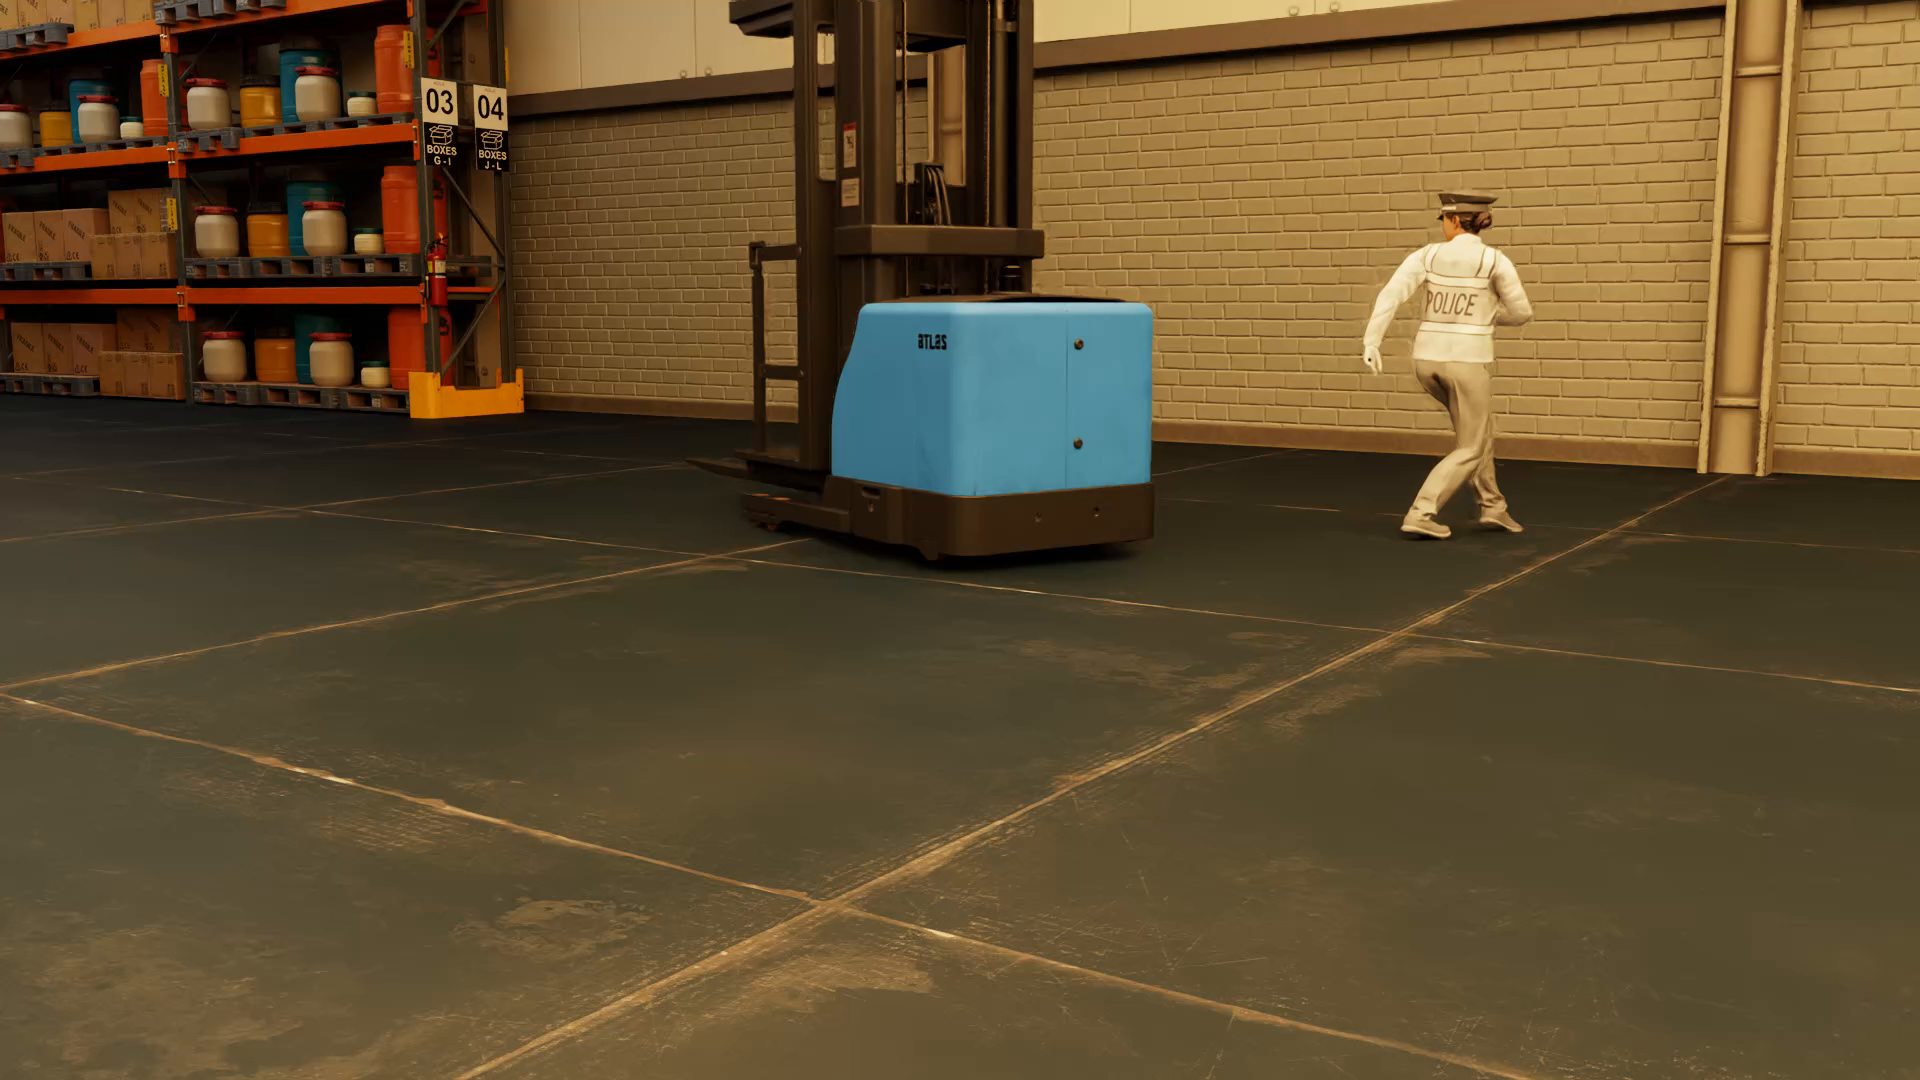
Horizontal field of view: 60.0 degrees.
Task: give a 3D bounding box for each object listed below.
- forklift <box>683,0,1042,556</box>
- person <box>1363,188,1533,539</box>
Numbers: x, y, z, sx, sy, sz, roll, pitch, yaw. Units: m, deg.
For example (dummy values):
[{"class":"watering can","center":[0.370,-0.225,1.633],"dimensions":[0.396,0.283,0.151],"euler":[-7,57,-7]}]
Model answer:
[{"class":"forklift","center":[-0.401,-1.527,7.928],"dimensions":[1.121,2.935,3.031],"euler":[-5,10,-34]},{"class":"person","center":[2.315,-0.794,7.658],"dimensions":[0.889,1.620,0.497],"euler":[-5,10,-33]}]
